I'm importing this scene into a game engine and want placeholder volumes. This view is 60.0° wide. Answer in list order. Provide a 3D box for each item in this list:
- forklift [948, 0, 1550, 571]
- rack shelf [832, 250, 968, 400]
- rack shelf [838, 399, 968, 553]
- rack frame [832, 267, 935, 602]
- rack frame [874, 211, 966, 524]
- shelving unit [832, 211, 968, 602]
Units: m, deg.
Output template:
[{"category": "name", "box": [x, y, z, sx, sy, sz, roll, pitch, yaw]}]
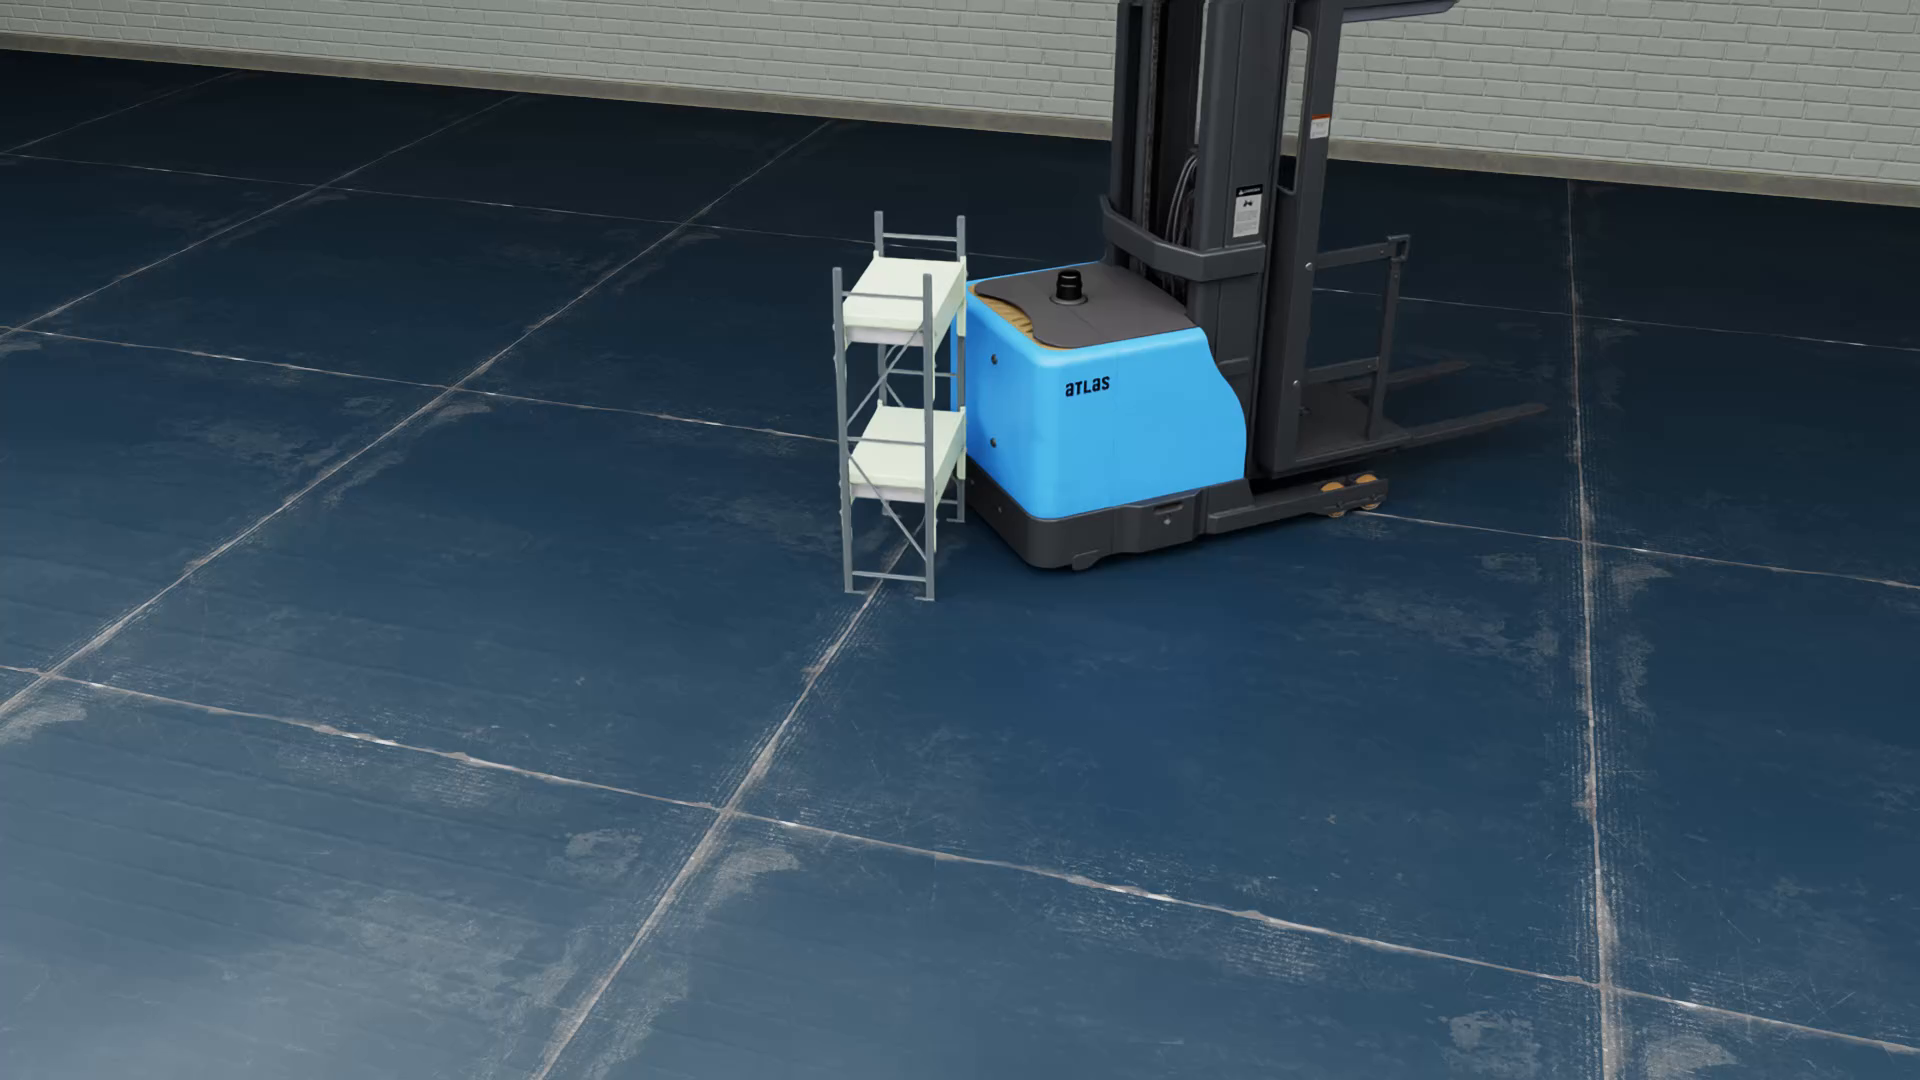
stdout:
[{"category": "forklift", "box": [1.503, -1.609, 7.627, 3.031, 2.935, 1.130, -12, 31, -21]}, {"category": "rack shelf", "box": [-0.241, -0.923, 7.063, 0.431, 0.370, 0.720, 5, 30, 9]}, {"category": "rack shelf", "box": [-0.241, -0.297, 7.411, 0.431, 0.370, 0.720, 5, 30, 9]}, {"category": "rack frame", "box": [-0.309, -0.407, 6.938, 0.400, 1.500, 0.023, 5, 30, 9]}, {"category": "rack frame", "box": [-0.174, -0.756, 7.567, 0.400, 1.500, 0.023, 5, 30, 9]}, {"category": "shelving unit", "box": [-0.241, -0.582, 7.253, 0.431, 1.500, 0.755, 5, 30, 9]}]
